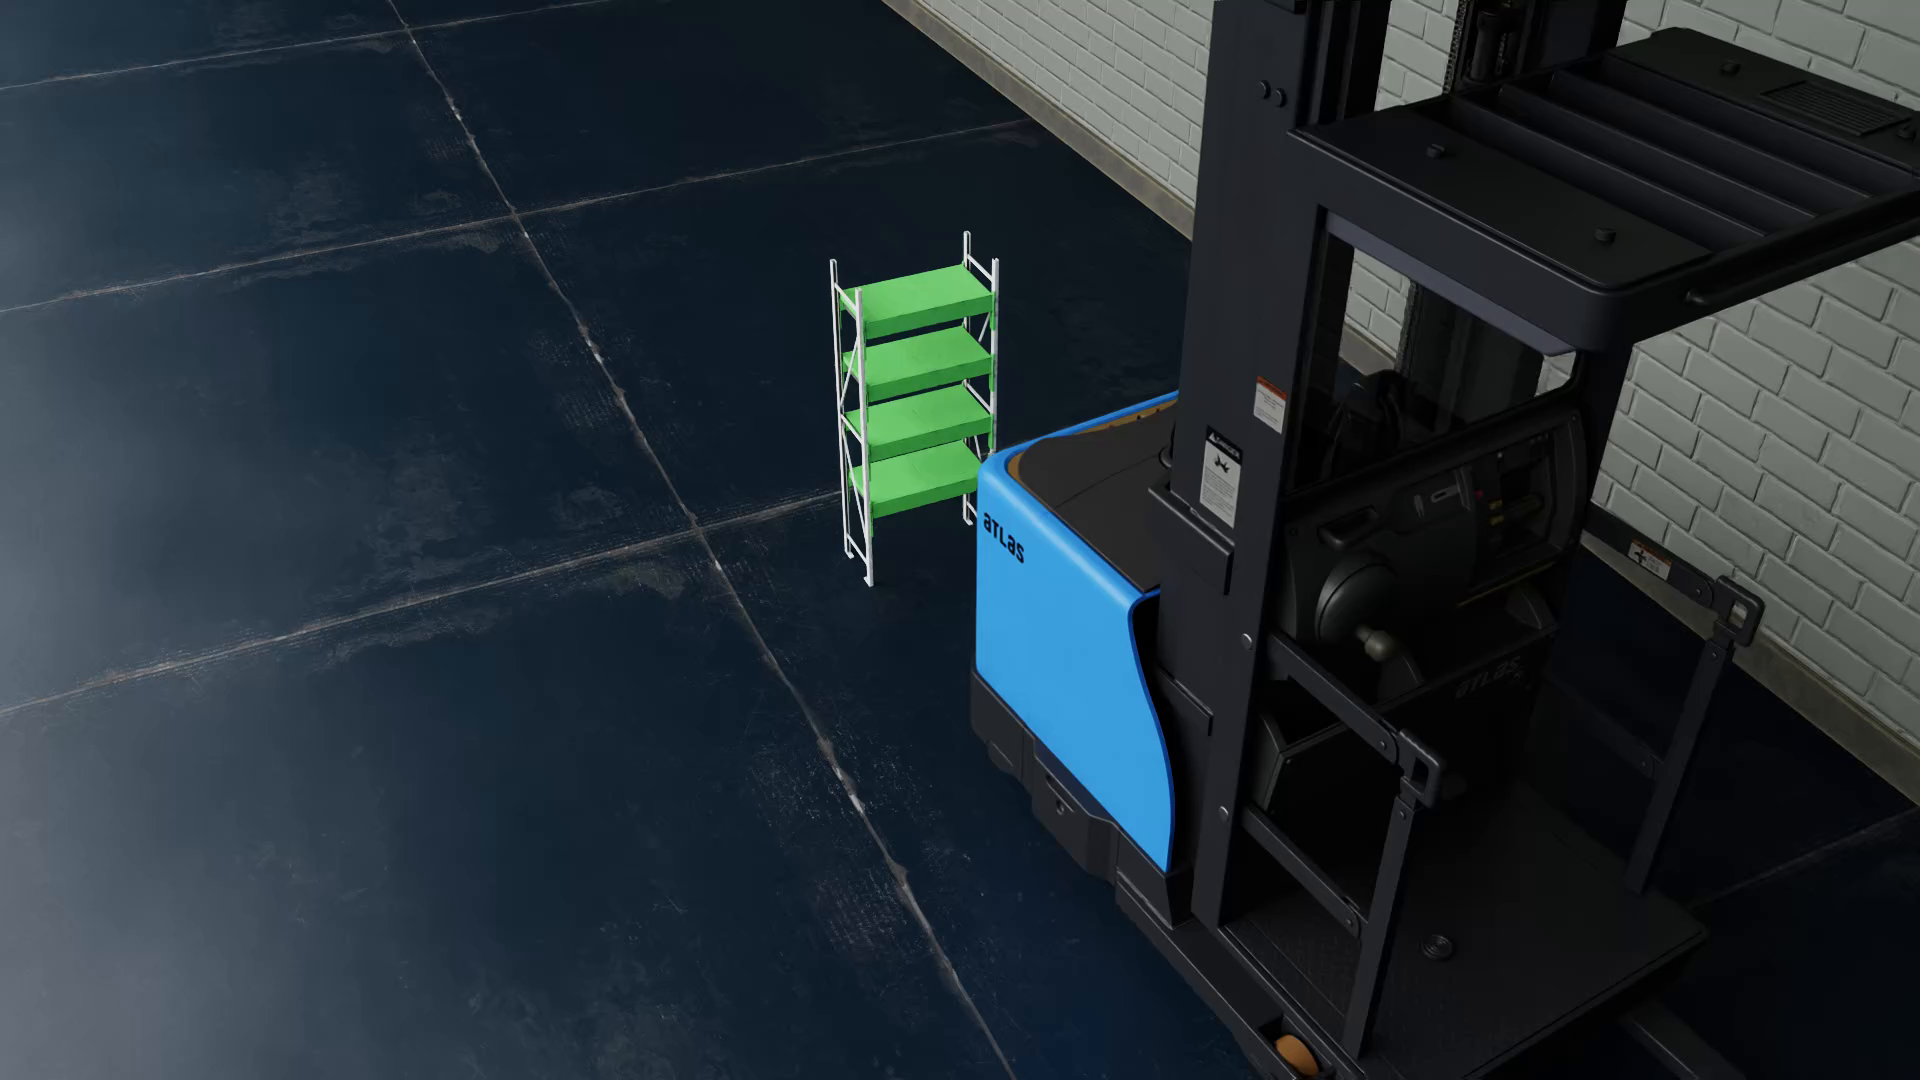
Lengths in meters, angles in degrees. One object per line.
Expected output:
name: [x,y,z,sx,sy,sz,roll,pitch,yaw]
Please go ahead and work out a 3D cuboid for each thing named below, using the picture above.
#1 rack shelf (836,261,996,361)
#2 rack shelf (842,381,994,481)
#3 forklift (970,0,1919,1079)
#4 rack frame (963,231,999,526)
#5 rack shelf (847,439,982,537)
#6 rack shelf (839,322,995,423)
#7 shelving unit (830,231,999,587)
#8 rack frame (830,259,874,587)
rack shelf: [-0.150,-0.774,5.588,0.480,0.148,0.258,-16,39,-20]
rack shelf: [-0.150,-0.389,5.874,0.480,0.148,0.258,-16,39,-20]
forklift: [1.230,0.049,3.724,1.130,2.935,3.031,-20,41,-25]
rack frame: [0.071,-0.502,5.919,0.015,1.200,0.240,-16,39,-20]
rack shelf: [-0.150,-0.196,6.017,0.480,0.148,0.258,-16,39,-20]
rack shelf: [-0.150,-0.581,5.731,0.480,0.148,0.258,-16,39,-20]
shelving unit: [-0.150,-0.440,5.836,0.503,1.200,0.258,-16,39,-20]
rack frame: [-0.371,-0.378,5.753,0.015,1.200,0.240,-16,39,-20]
